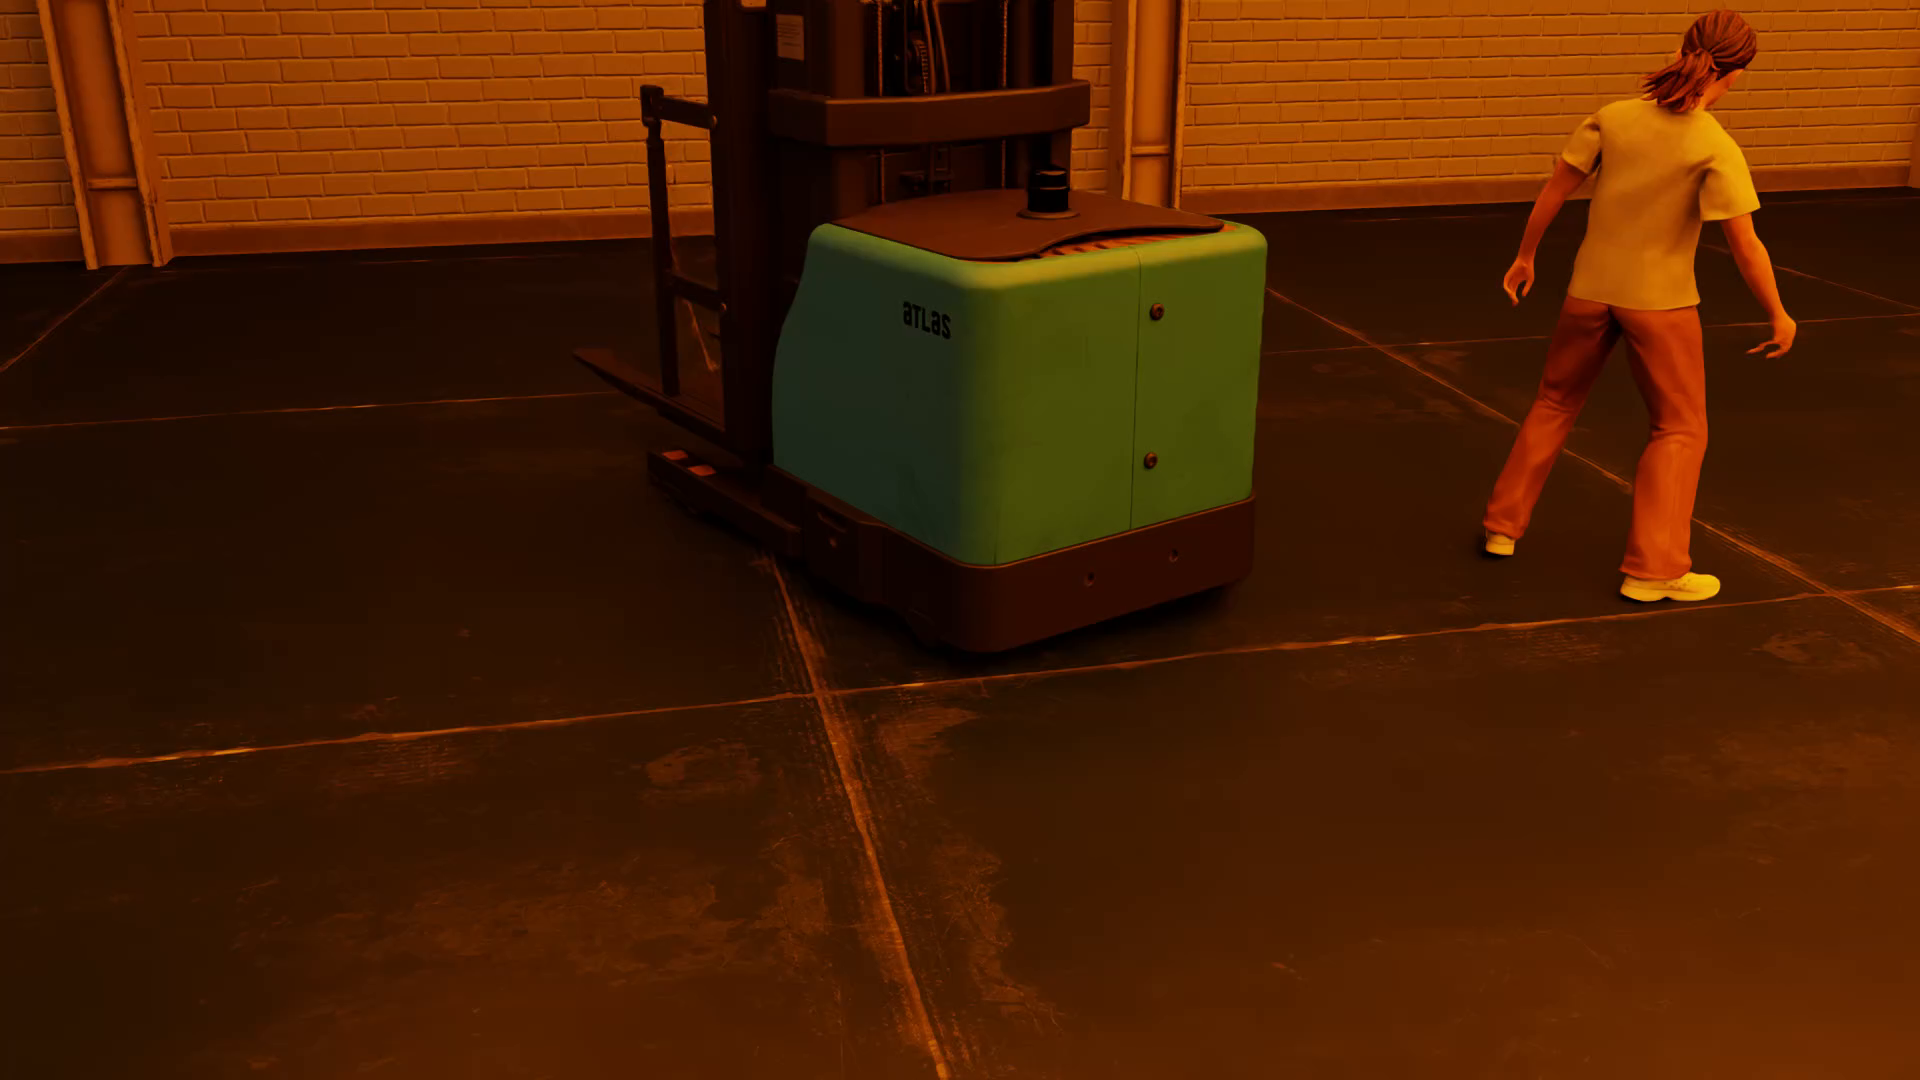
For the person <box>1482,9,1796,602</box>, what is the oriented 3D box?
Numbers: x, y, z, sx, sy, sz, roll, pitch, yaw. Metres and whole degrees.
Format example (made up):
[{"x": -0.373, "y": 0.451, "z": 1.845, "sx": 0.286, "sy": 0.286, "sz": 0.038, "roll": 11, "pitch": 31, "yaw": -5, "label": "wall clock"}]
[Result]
[{"x": 1.928, "y": -0.665, "z": 4.760, "sx": 0.346, "sy": 1.637, "sz": 0.831, "roll": -17, "pitch": 27, "yaw": -38, "label": "person"}]

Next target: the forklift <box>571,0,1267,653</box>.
[{"x": -0.408, "y": -1.542, "z": 5.227, "sx": 1.130, "sy": 2.935, "sz": 3.031, "roll": -14, "pitch": 25, "yaw": -33, "label": "forklift"}]
